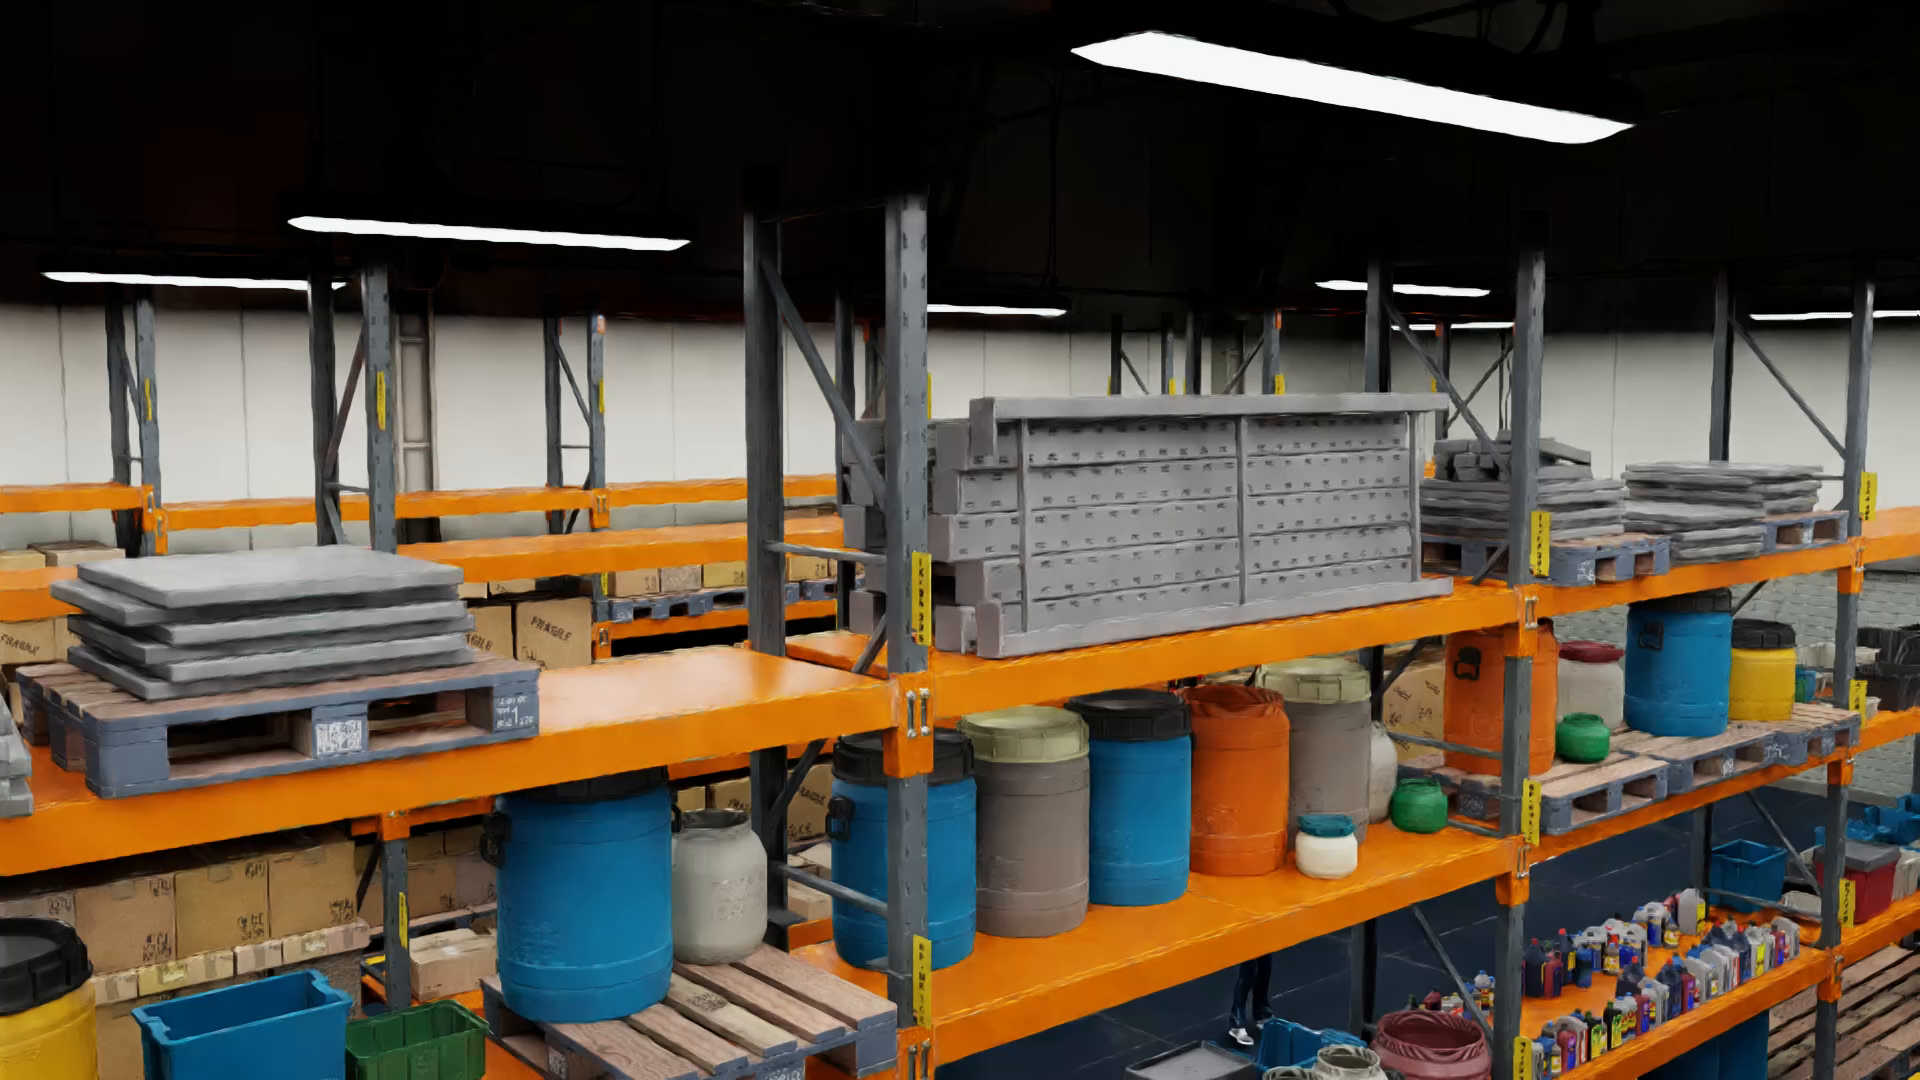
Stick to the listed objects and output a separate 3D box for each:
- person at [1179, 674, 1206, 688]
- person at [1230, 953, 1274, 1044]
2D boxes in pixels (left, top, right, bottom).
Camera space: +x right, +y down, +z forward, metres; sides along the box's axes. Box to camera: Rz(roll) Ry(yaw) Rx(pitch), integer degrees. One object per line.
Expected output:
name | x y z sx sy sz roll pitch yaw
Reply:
person | 3.067 2.079 23.231 0.730 1.722 0.511 0 6 5
person | 2.349 3.105 13.015 0.419 1.603 0.502 3 6 28
